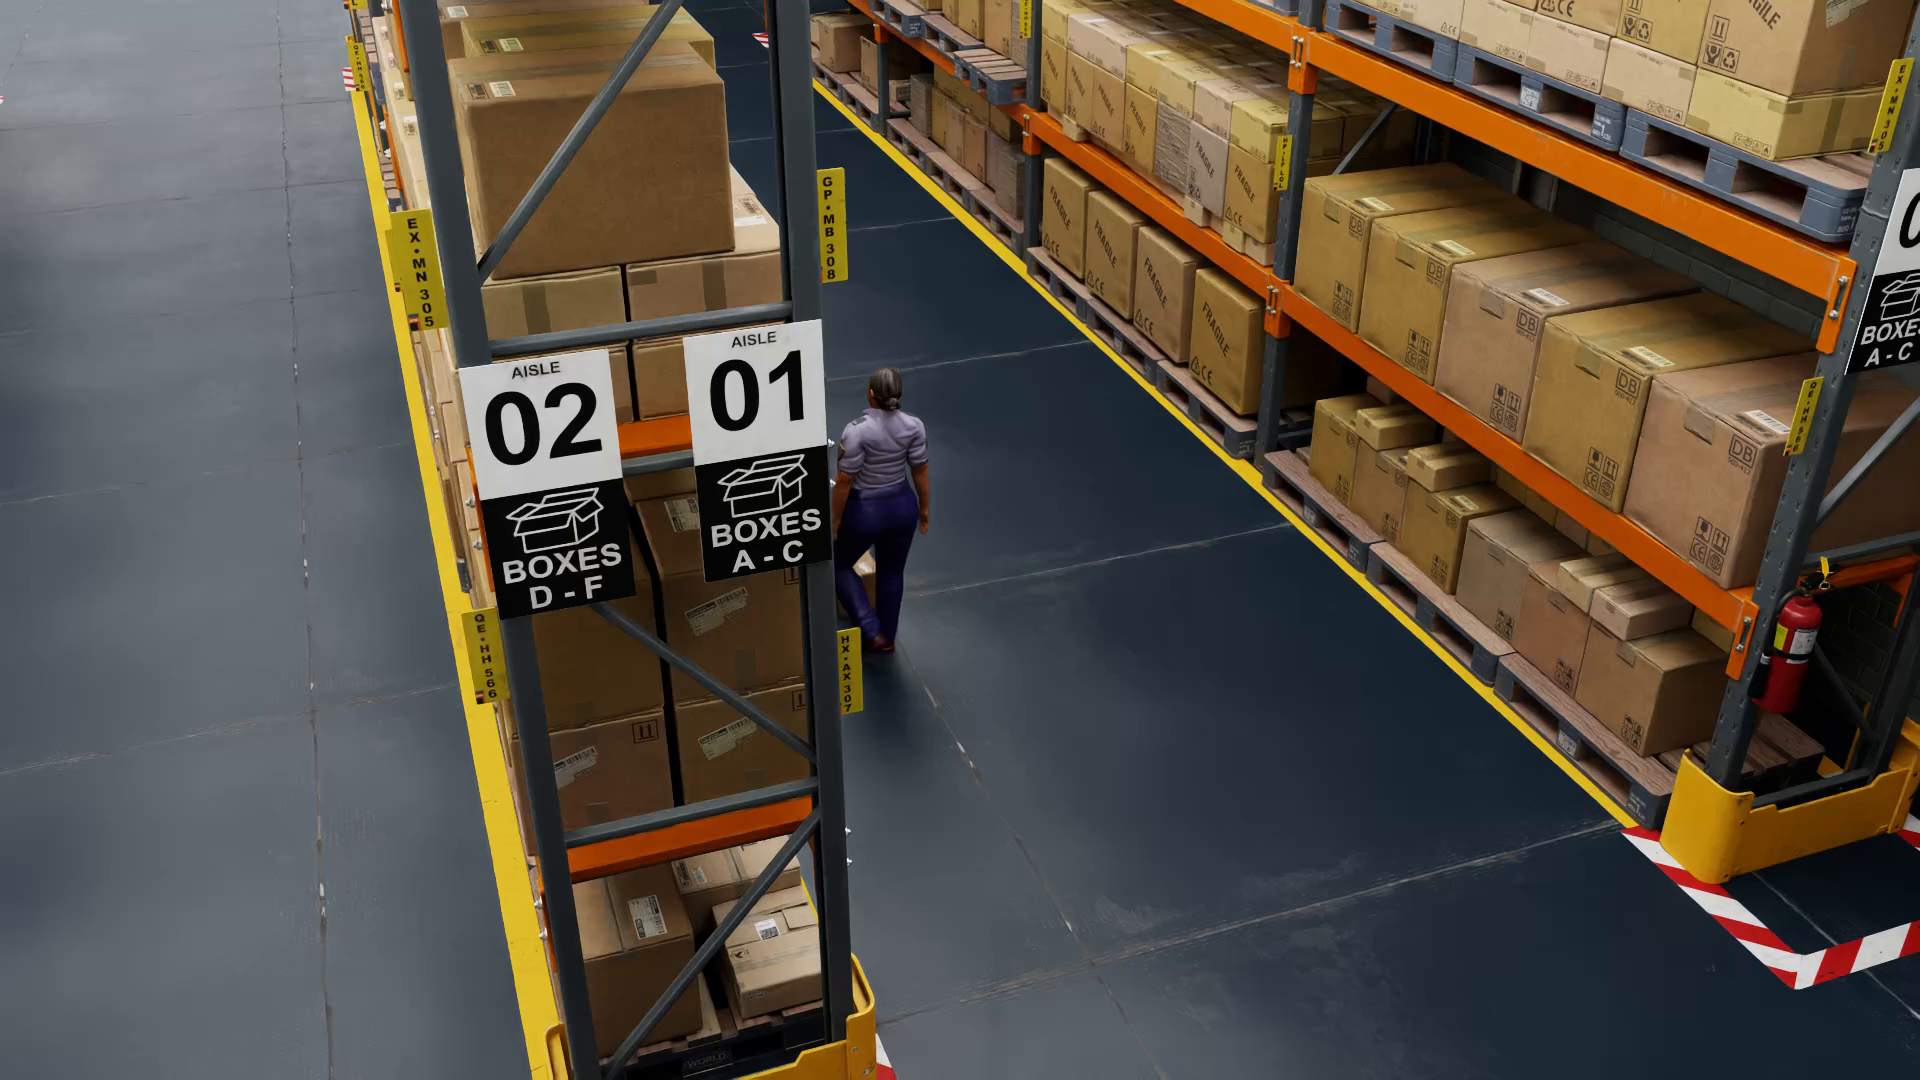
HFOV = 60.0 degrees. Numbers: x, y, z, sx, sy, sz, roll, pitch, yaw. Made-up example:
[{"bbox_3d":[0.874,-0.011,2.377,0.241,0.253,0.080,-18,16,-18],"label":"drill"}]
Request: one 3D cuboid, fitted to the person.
[{"bbox_3d":[-0.411,-0.123,8.576,0.538,1.630,0.461,-14,33,-22],"label":"person"}]
